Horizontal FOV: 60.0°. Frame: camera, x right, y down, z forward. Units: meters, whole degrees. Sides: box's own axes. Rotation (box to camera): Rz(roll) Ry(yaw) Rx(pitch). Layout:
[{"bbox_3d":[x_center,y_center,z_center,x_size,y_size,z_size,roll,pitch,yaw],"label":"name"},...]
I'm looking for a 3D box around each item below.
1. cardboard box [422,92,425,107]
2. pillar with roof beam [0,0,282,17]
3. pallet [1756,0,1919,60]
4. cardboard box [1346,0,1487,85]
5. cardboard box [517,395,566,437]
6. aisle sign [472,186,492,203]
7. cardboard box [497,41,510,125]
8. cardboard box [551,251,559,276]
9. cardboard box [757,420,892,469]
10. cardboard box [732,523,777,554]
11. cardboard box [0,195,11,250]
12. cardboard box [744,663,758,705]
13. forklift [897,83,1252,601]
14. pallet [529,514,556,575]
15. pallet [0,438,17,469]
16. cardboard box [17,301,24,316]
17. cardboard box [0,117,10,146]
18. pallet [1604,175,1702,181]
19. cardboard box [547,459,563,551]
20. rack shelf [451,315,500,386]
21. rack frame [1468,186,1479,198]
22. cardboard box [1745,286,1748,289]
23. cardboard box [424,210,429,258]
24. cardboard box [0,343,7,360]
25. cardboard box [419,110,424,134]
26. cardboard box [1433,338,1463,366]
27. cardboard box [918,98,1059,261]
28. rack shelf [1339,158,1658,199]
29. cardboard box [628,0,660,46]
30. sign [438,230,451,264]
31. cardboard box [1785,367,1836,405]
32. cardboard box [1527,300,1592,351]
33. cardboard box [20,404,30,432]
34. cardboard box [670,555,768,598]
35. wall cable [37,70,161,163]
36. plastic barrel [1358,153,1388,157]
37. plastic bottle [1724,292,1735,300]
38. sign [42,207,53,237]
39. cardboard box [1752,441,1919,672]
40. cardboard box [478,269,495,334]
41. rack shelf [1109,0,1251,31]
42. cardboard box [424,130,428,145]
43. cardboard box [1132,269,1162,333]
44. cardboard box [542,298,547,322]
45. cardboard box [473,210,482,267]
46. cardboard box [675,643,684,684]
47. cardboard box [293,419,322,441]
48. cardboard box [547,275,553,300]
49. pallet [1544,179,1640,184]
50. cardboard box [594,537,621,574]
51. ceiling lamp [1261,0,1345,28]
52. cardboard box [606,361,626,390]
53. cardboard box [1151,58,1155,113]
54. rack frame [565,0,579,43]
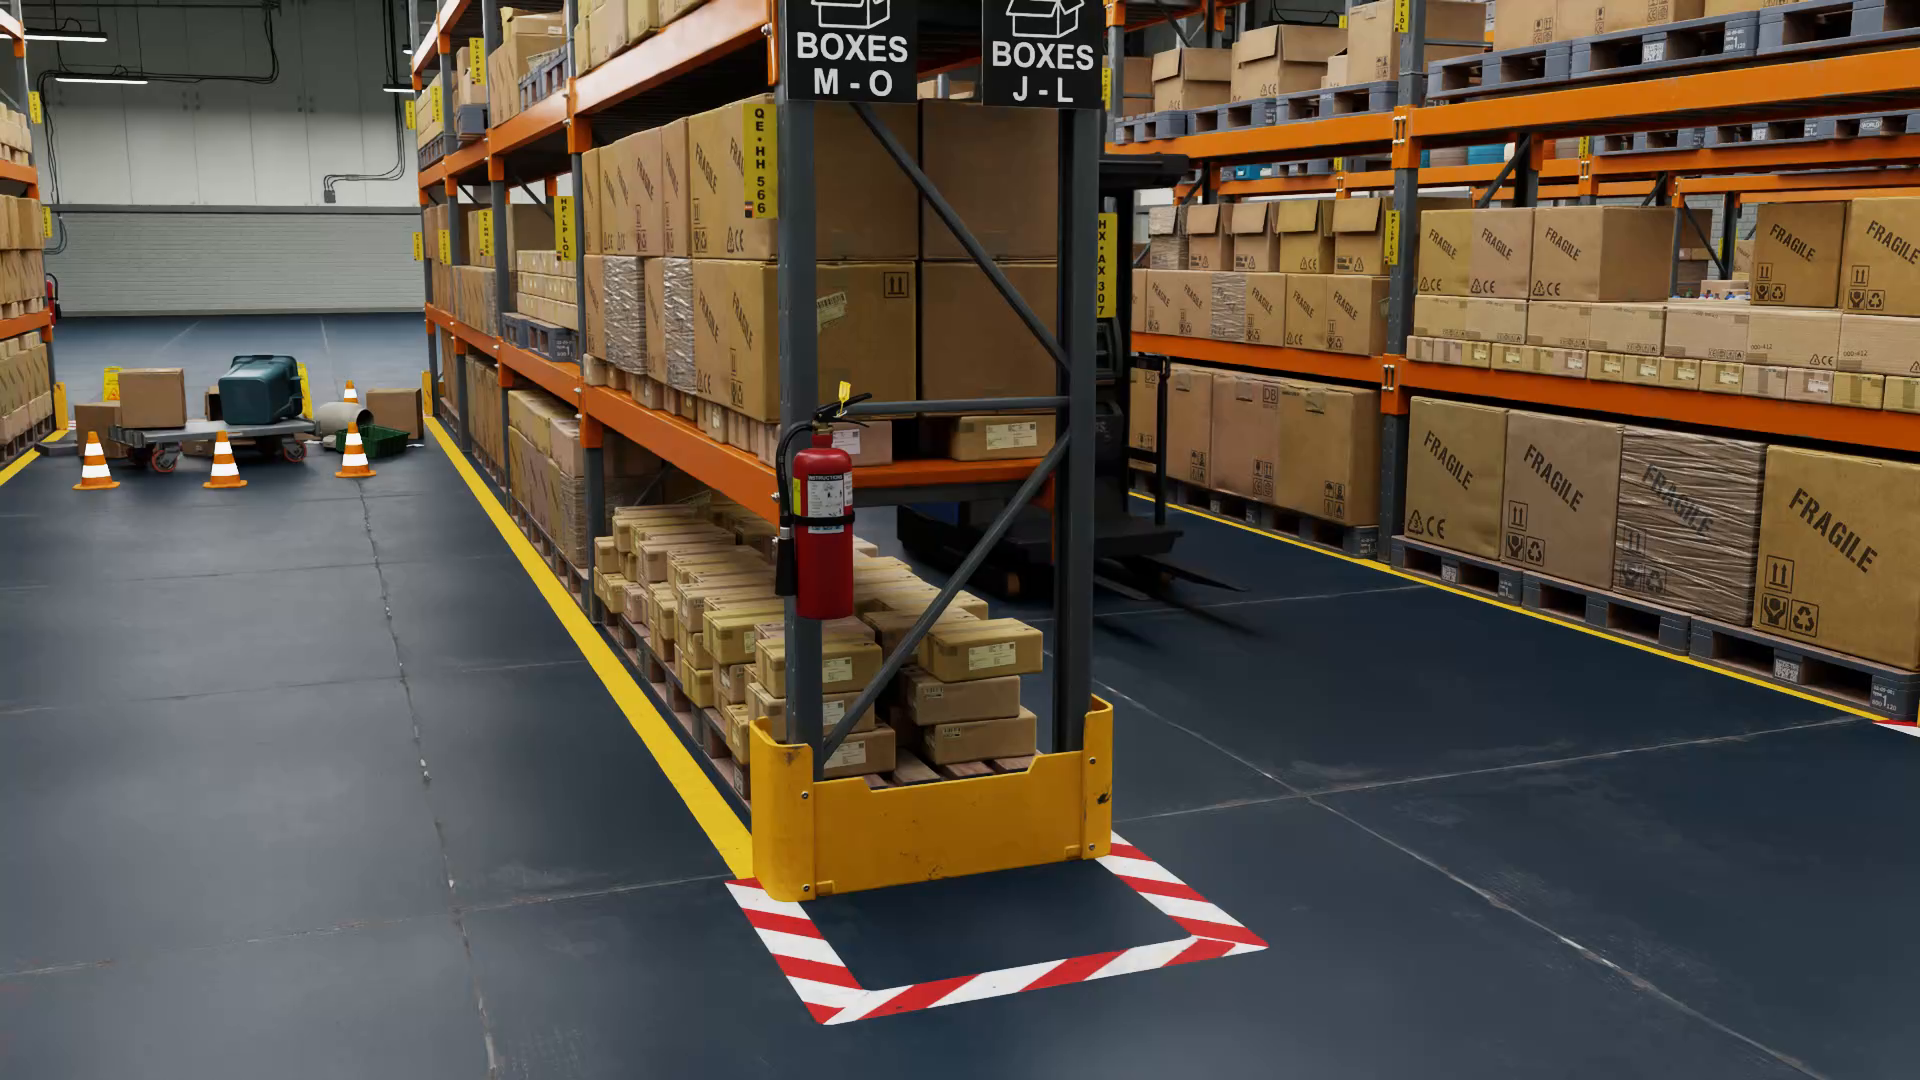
[{"bbox_3d":[-5.570,-4.739,17.886,0.380,0.149,0.250,-4,11,-22],"label":"cardboard box"},{"bbox_3d":[-22.503,-10.326,43.775,9.100,9.000,0.548,-4,11,-21],"label":"pillar with roof beam"},{"bbox_3d":[4.325,-2.260,7.246,1.003,0.211,1.213,-4,11,-21],"label":"pallet"},{"bbox_3d":[2.934,-3.186,10.715,0.700,0.500,0.500,-4,11,-20],"label":"cardboard box"},{"bbox_3d":[-2.747,-0.848,11.420,0.500,0.250,0.500,-4,11,-22],"label":"cardboard box"},{"bbox_3d":[-5.600,-4.330,19.773,0.394,0.787,0.004,-4,11,-21],"label":"aisle sign"},{"bbox_3d":[-2.808,-3.048,11.141,0.500,0.500,0.500,-4,11,-21],"label":"cardboard box"},{"bbox_3d":[-2.305,-1.702,10.245,0.380,0.149,0.250,-4,11,-23],"label":"cardboard box"},{"bbox_3d":[-0.438,-0.319,5.367,0.380,0.149,0.250,-4,11,-21],"label":"cardboard box"},{"bbox_3d":[-0.886,0.012,8.032,0.380,0.149,0.250,-4,11,-19],"label":"cardboard box"},{"bbox_3d":[-9.104,-2.894,15.135,0.700,0.500,0.500,-4,11,-21],"label":"cardboard box"},{"bbox_3d":[-0.558,0.529,5.975,0.380,0.149,0.250,-4,11,-22],"label":"cardboard box"},{"bbox_3d":[0.626,-1.187,9.721,1.130,2.935,3.031,-4,11,-23],"label":"forklift"},{"bbox_3d":[-2.235,-0.014,10.897,1.003,0.211,1.213,-4,11,-21],"label":"pallet"},{"bbox_3d":[-9.258,-0.770,15.147,1.003,0.211,1.213,-4,11,-21],"label":"pallet"},{"bbox_3d":[-9.567,-2.313,16.576,0.380,0.149,0.250,-4,11,-21],"label":"cardboard box"},{"bbox_3d":[-9.436,-3.923,15.922,0.500,0.250,0.500,-4,11,-20],"label":"cardboard box"},{"bbox_3d":[9.156,-4.863,21.885,1.003,0.211,1.213,-4,11,-21],"label":"pallet"},{"bbox_3d":[-2.194,-0.225,10.060,0.500,0.500,0.500,-4,11,-22],"label":"cardboard box"},{"bbox_3d":[-3.680,-1.686,14.386,1.077,0.370,4.000,-4,11,-21],"label":"rack shelf"},{"bbox_3d":[8.040,-3.946,25.037,1.000,3.000,0.127,-4,11,-21],"label":"rack frame"},{"bbox_3d":[9.979,-3.095,20.637,0.396,0.266,0.258,-4,11,-22],"label":"cardboard box"},{"bbox_3d":[-5.756,-3.562,19.367,0.875,0.550,0.550,-4,11,-21],"label":"cardboard box"},{"bbox_3d":[-8.933,-1.715,15.155,0.380,0.149,0.250,-4,11,-20],"label":"cardboard box"},{"bbox_3d":[-5.733,-4.647,18.508,0.500,0.250,0.500,-4,11,-22],"label":"cardboard box"},{"bbox_3d":[3.046,-1.123,9.885,0.380,0.149,0.250,-4,11,-23],"label":"cardboard box"},{"bbox_3d":[0.029,-1.186,5.531,0.500,0.500,0.500,-4,11,-21],"label":"cardboard box"},{"bbox_3d":[5.596,-3.775,17.567,1.077,0.370,4.000,-4,11,-21],"label":"rack shelf"},{"bbox_3d":[-1.037,-2.118,6.627,0.500,0.250,0.500,-3,11,-18],"label":"cardboard box"},{"bbox_3d":[-4.921,-2.796,15.876,0.100,0.325,0.005,-4,11,-21],"label":"sign"},{"bbox_3d":[3.981,-0.703,7.525,0.380,0.149,0.250,-4,11,-21],"label":"cardboard box"},{"bbox_3d":[3.449,-1.172,9.025,0.500,0.250,0.500,-4,11,-19],"label":"cardboard box"},{"bbox_3d":[-9.342,-1.175,16.113,0.500,0.250,0.500,-4,11,-22],"label":"cardboard box"},{"bbox_3d":[-1.031,0.169,7.145,0.380,0.149,0.250,-4,11,-21],"label":"cardboard box"},{"bbox_3d":[-23.829,-11.747,46.209,3.097,2.526,0.112,-4,11,-21],"label":"wall cable"},{"bbox_3d":[4.898,-4.800,19.758,0.421,0.512,0.421,0,10,0],"label":"plastic barrel"},{"bbox_3d":[7.044,-2.134,15.221,0.097,0.271,0.097,0,10,0],"label":"plastic bottle"},{"bbox_3d":[-9.907,-3.446,18.021,0.100,0.325,0.005,-4,11,-21],"label":"sign"},{"bbox_3d":[4.297,0.034,7.532,0.875,0.875,0.875,-4,11,-21],"label":"cardboard box"},{"bbox_3d":[-3.548,-1.901,13.255,0.500,0.500,0.500,-4,11,-21],"label":"cardboard box"},{"bbox_3d":[2.429,-4.088,11.902,1.077,0.370,4.000,-4,11,-21],"label":"rack shelf"},{"bbox_3d":[-5.571,-4.346,17.956,0.380,0.149,0.250,-4,11,-21],"label":"cardboard box"},{"bbox_3d":[1.627,-1.964,13.613,0.500,0.500,0.500,-4,11,-19],"label":"cardboard box"},{"bbox_3d":[-2.499,-1.494,10.774,0.380,0.149,0.250,-4,11,-20],"label":"cardboard box"},{"bbox_3d":[-4.031,-2.743,15.137,0.700,0.500,0.500,-4,11,-22],"label":"cardboard box"},{"bbox_3d":[-0.977,0.509,6.933,0.380,0.149,0.250,-4,11,-20],"label":"cardboard box"},{"bbox_3d":[-6.744,-1.184,17.318,0.396,0.266,0.258,-2,10,-11],"label":"cardboard box"},{"bbox_3d":[-2.398,-1.597,10.504,0.380,0.149,0.250,-3,11,-19],"label":"cardboard box"},{"bbox_3d":[8.718,-5.062,23.002,1.003,0.211,1.213,-4,11,-21],"label":"pallet"},{"bbox_3d":[-1.672,0.069,8.557,0.380,0.149,0.250,-3,11,-18],"label":"cardboard box"},{"bbox_3d":[6.383,-10.934,30.527,2.000,3.185,0.800,-4,11,-21],"label":"ceiling lamp"},{"bbox_3d":[-1.545,-0.832,8.252,0.380,0.149,0.250,-4,11,-19],"label":"cardboard box"},{"bbox_3d":[1.774,-3.877,14.372,0.500,0.500,0.500,-4,11,-20],"label":"cardboard box"},{"bbox_3d":[-1.506,-4.014,8.292,1.000,3.000,0.127,-4,11,-21],"label":"rack frame"}]
